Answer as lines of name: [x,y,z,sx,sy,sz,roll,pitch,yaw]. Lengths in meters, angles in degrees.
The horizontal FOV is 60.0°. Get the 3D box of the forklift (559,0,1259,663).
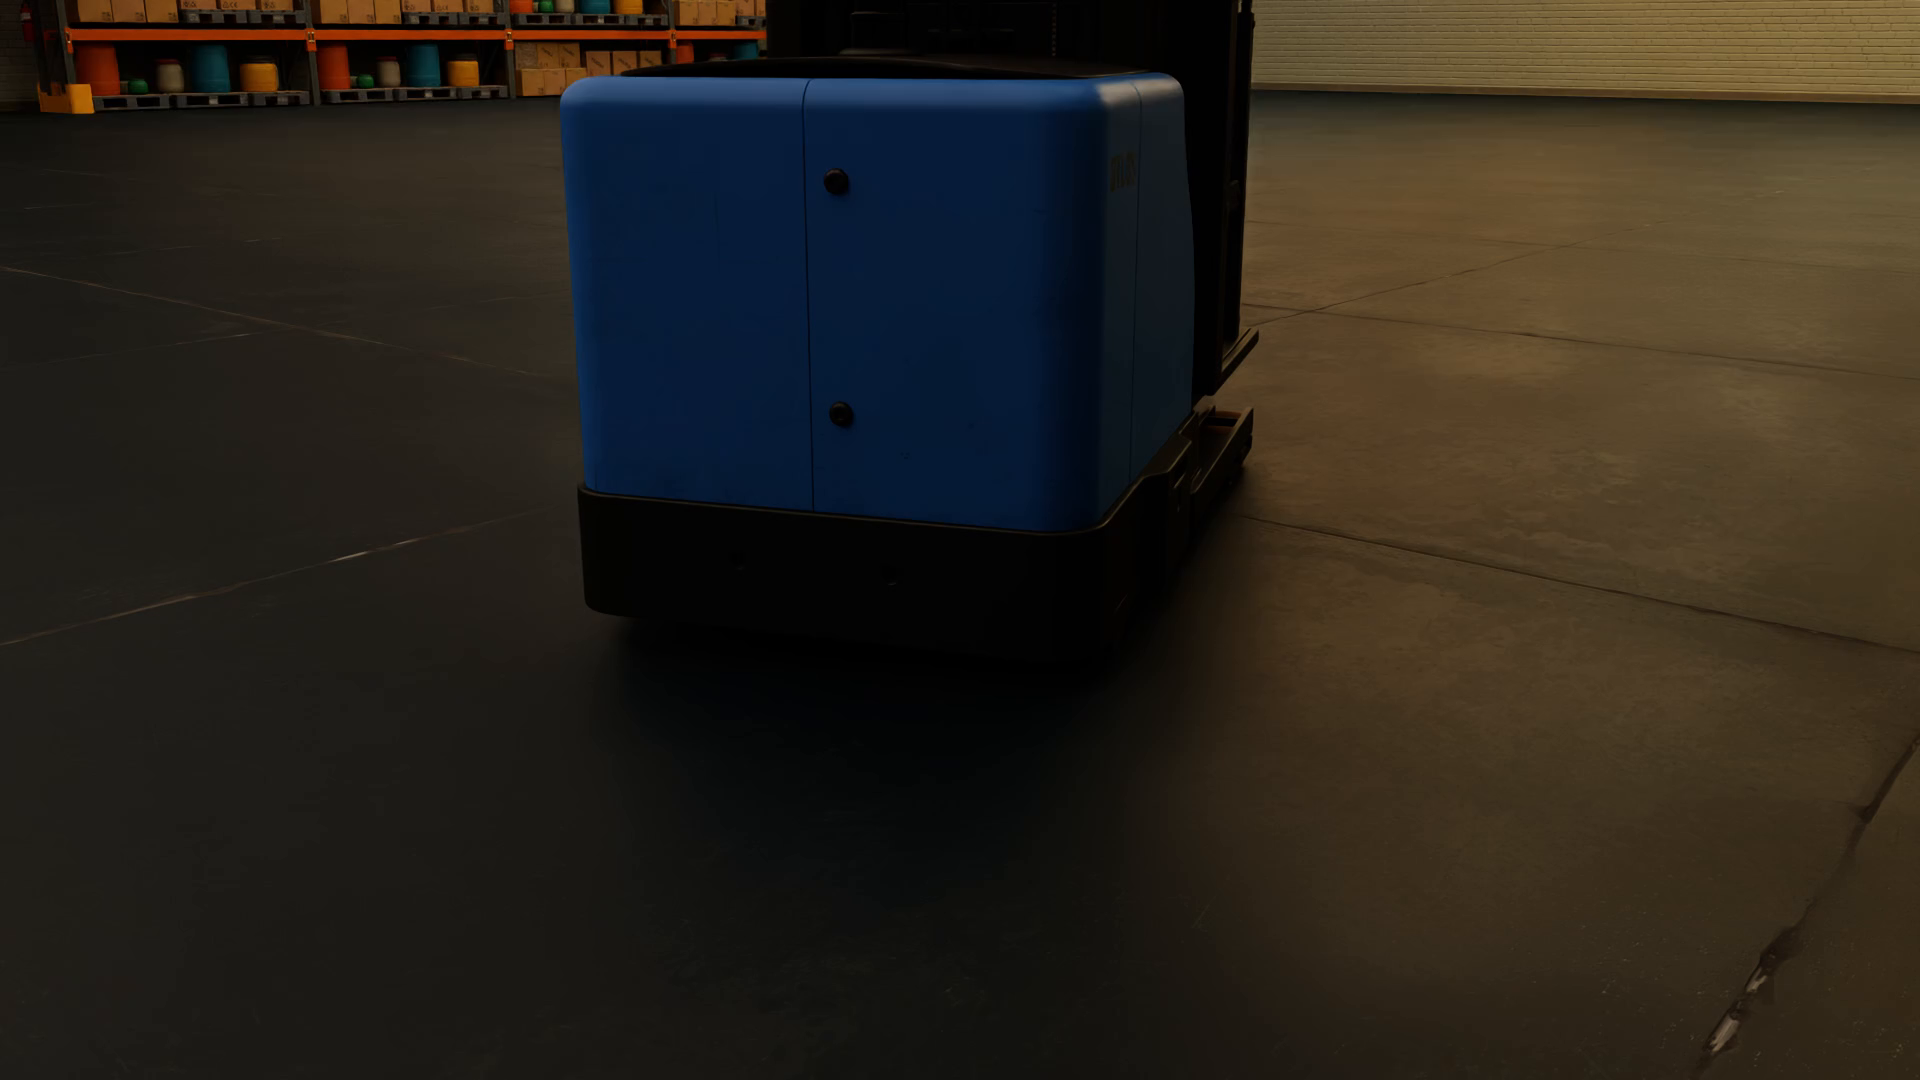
forklift: [0.182,-1.571,4.072,1.130,2.935,3.031,5,18,17]
